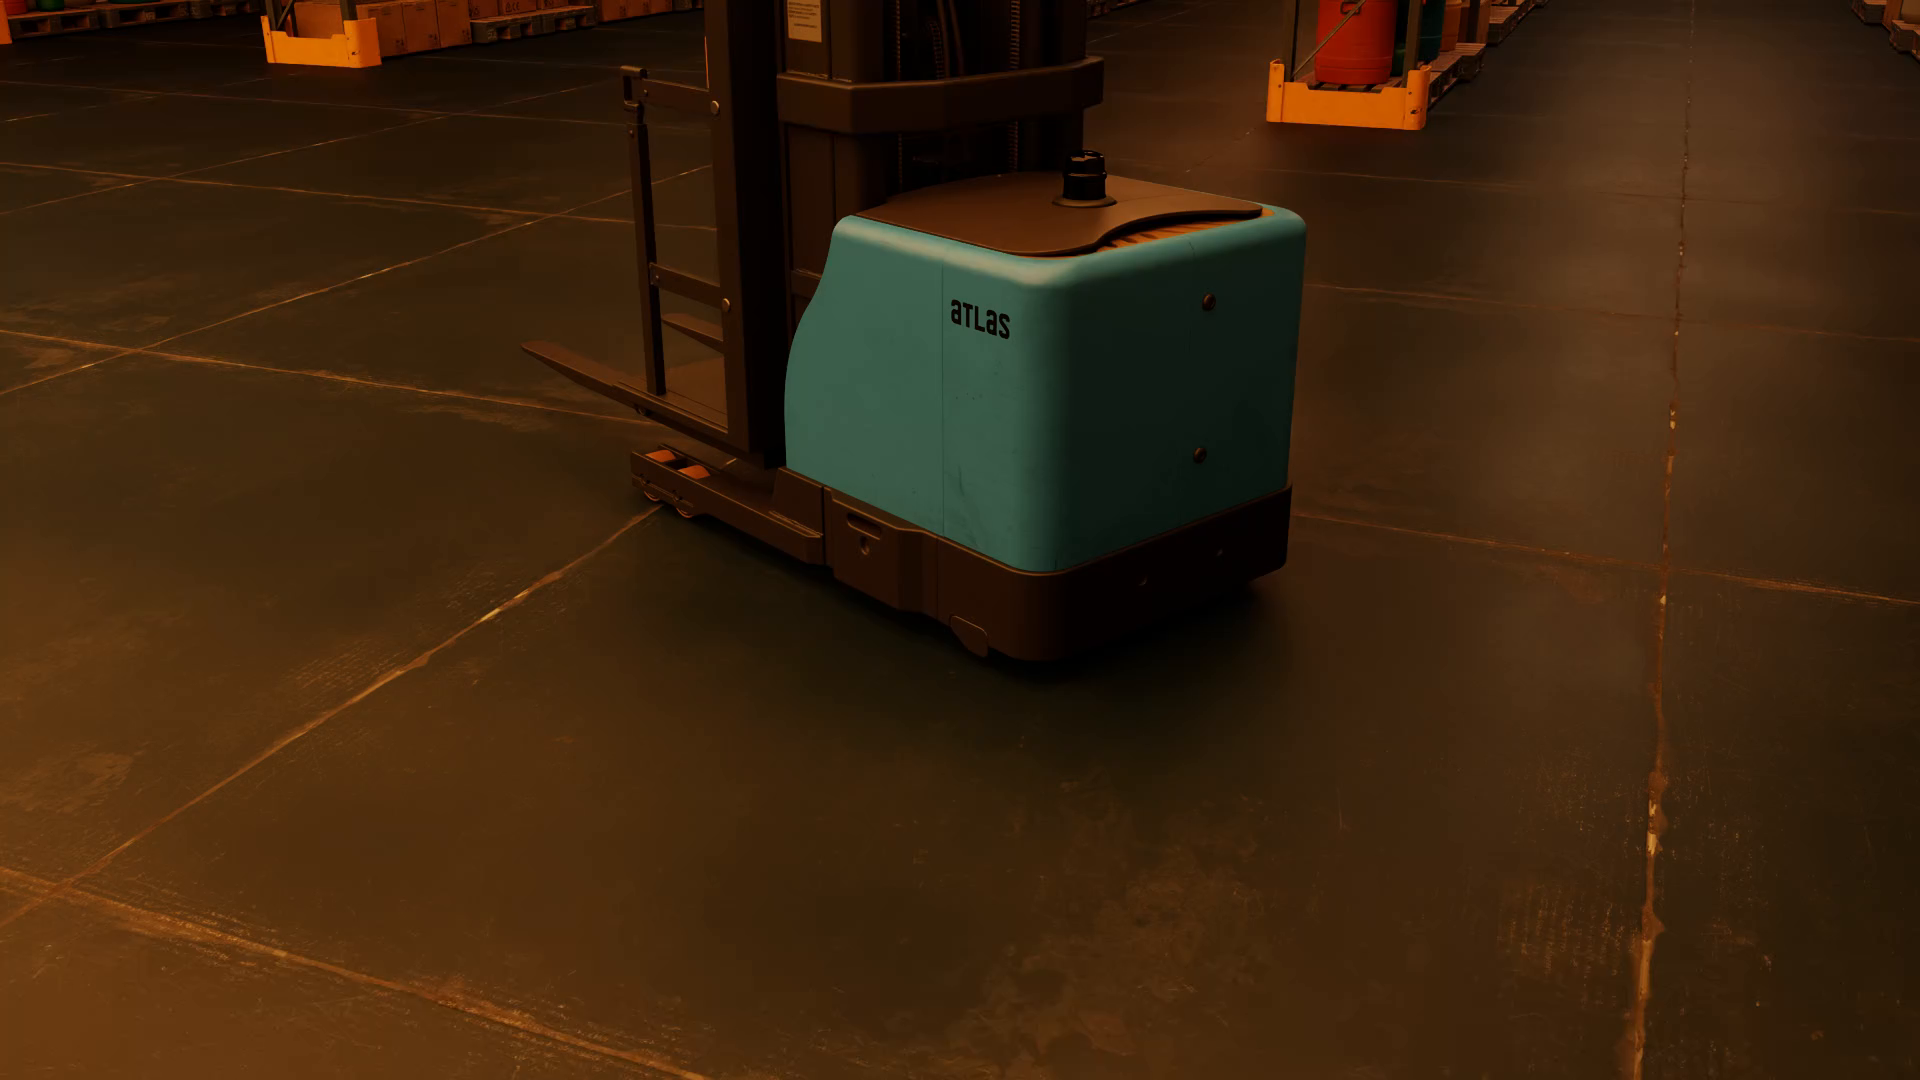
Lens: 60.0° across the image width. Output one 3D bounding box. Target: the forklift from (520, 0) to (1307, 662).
[{"bbox_3d":[-0.414,-1.534,4.963,1.130,2.935,3.031,-19,29,-38],"label":"forklift"}]
